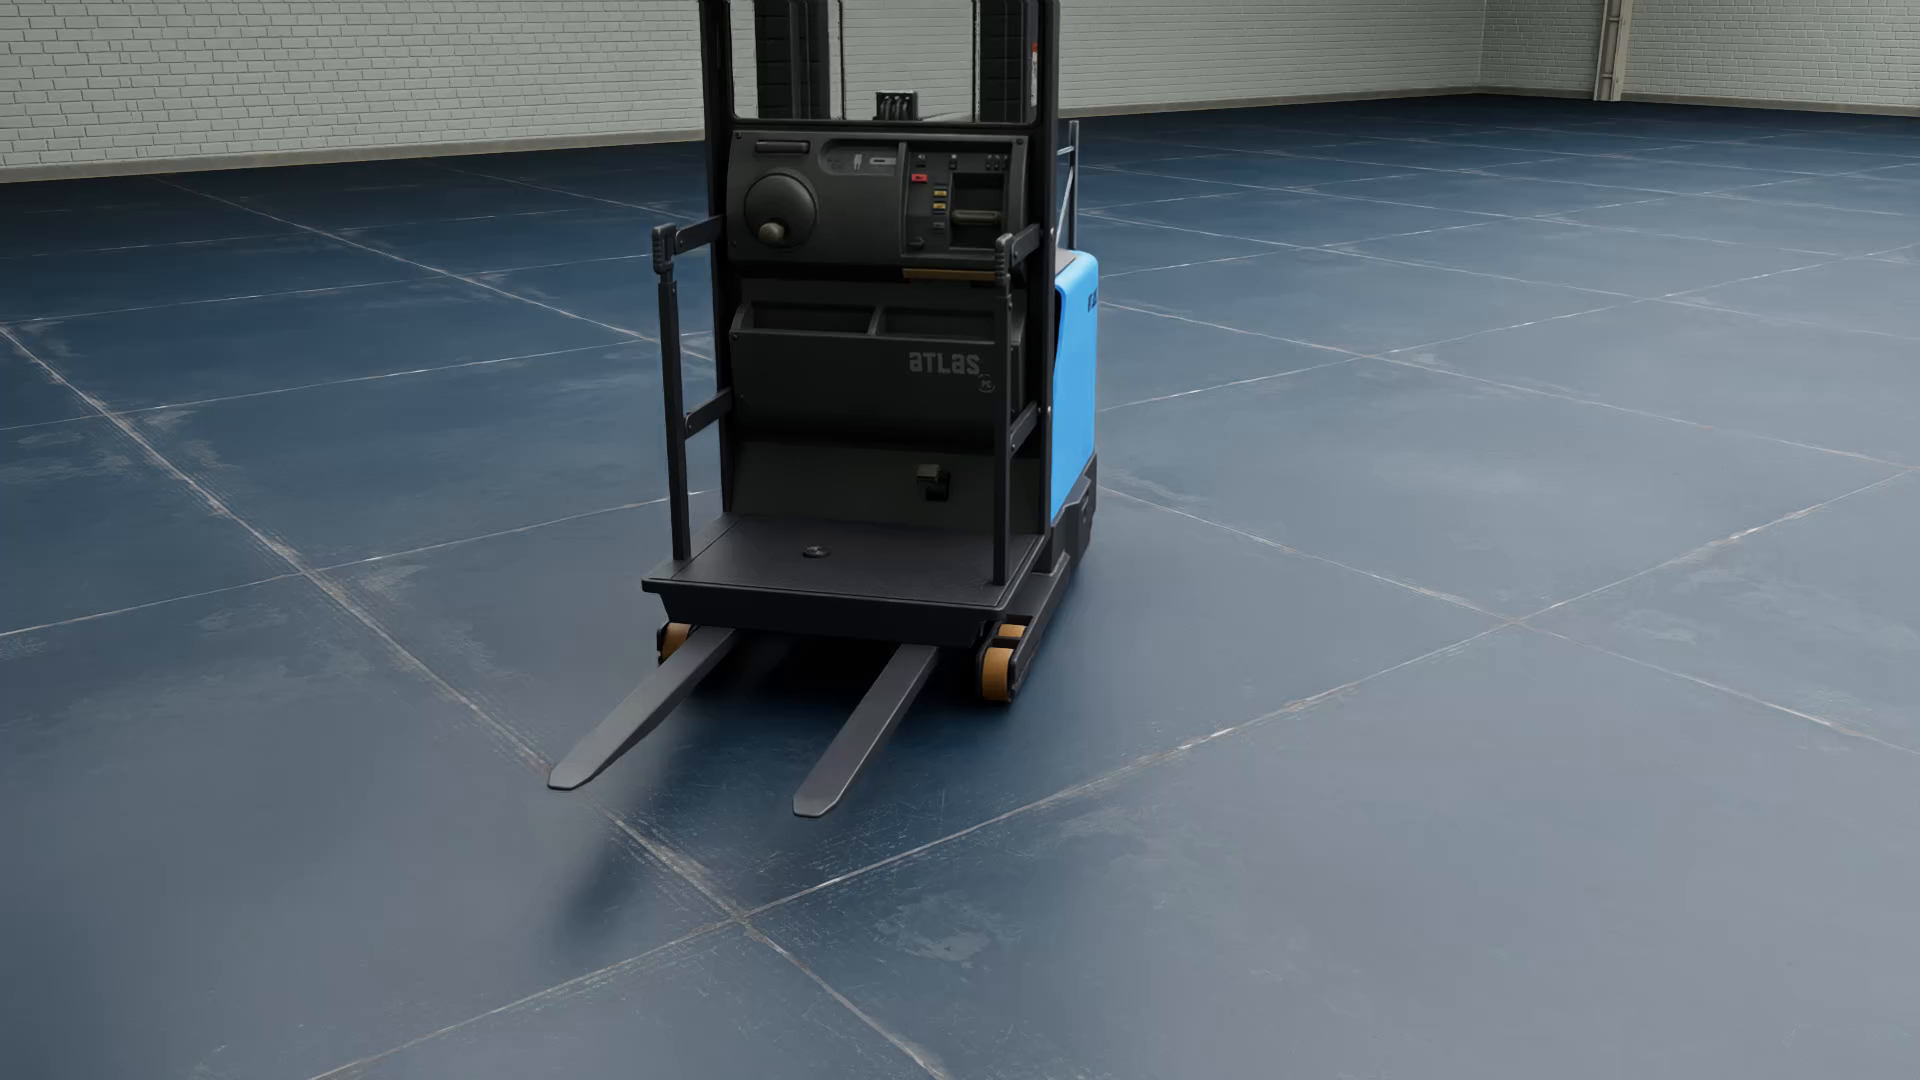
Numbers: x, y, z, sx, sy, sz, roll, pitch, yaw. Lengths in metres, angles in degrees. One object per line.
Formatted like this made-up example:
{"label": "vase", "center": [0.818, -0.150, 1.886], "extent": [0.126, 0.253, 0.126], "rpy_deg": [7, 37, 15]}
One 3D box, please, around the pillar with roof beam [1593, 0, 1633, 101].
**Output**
{"label": "pillar with roof beam", "center": [8.903, -11.772, 27.597], "extent": [9.100, 9.000, 0.400], "rpy_deg": [-14, 23, -36]}

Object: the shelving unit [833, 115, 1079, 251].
{"label": "shelving unit", "center": [-0.089, -0.947, 6.838], "extent": [1.083, 1.500, 0.587], "rpy_deg": [6, 19, 17]}

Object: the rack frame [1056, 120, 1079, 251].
{"label": "rack frame", "center": [0.385, -0.899, 6.690], "extent": [0.032, 1.500, 0.500], "rpy_deg": [6, 19, 17]}

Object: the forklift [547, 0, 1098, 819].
{"label": "forklift", "center": [-0.303, -1.041, 4.843], "extent": [1.130, 2.935, 3.031], "rpy_deg": [4, 19, 12]}

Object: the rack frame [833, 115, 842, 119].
{"label": "rack frame", "center": [-0.581, -0.998, 6.991], "extent": [0.032, 1.500, 0.500], "rpy_deg": [6, 19, 17]}
